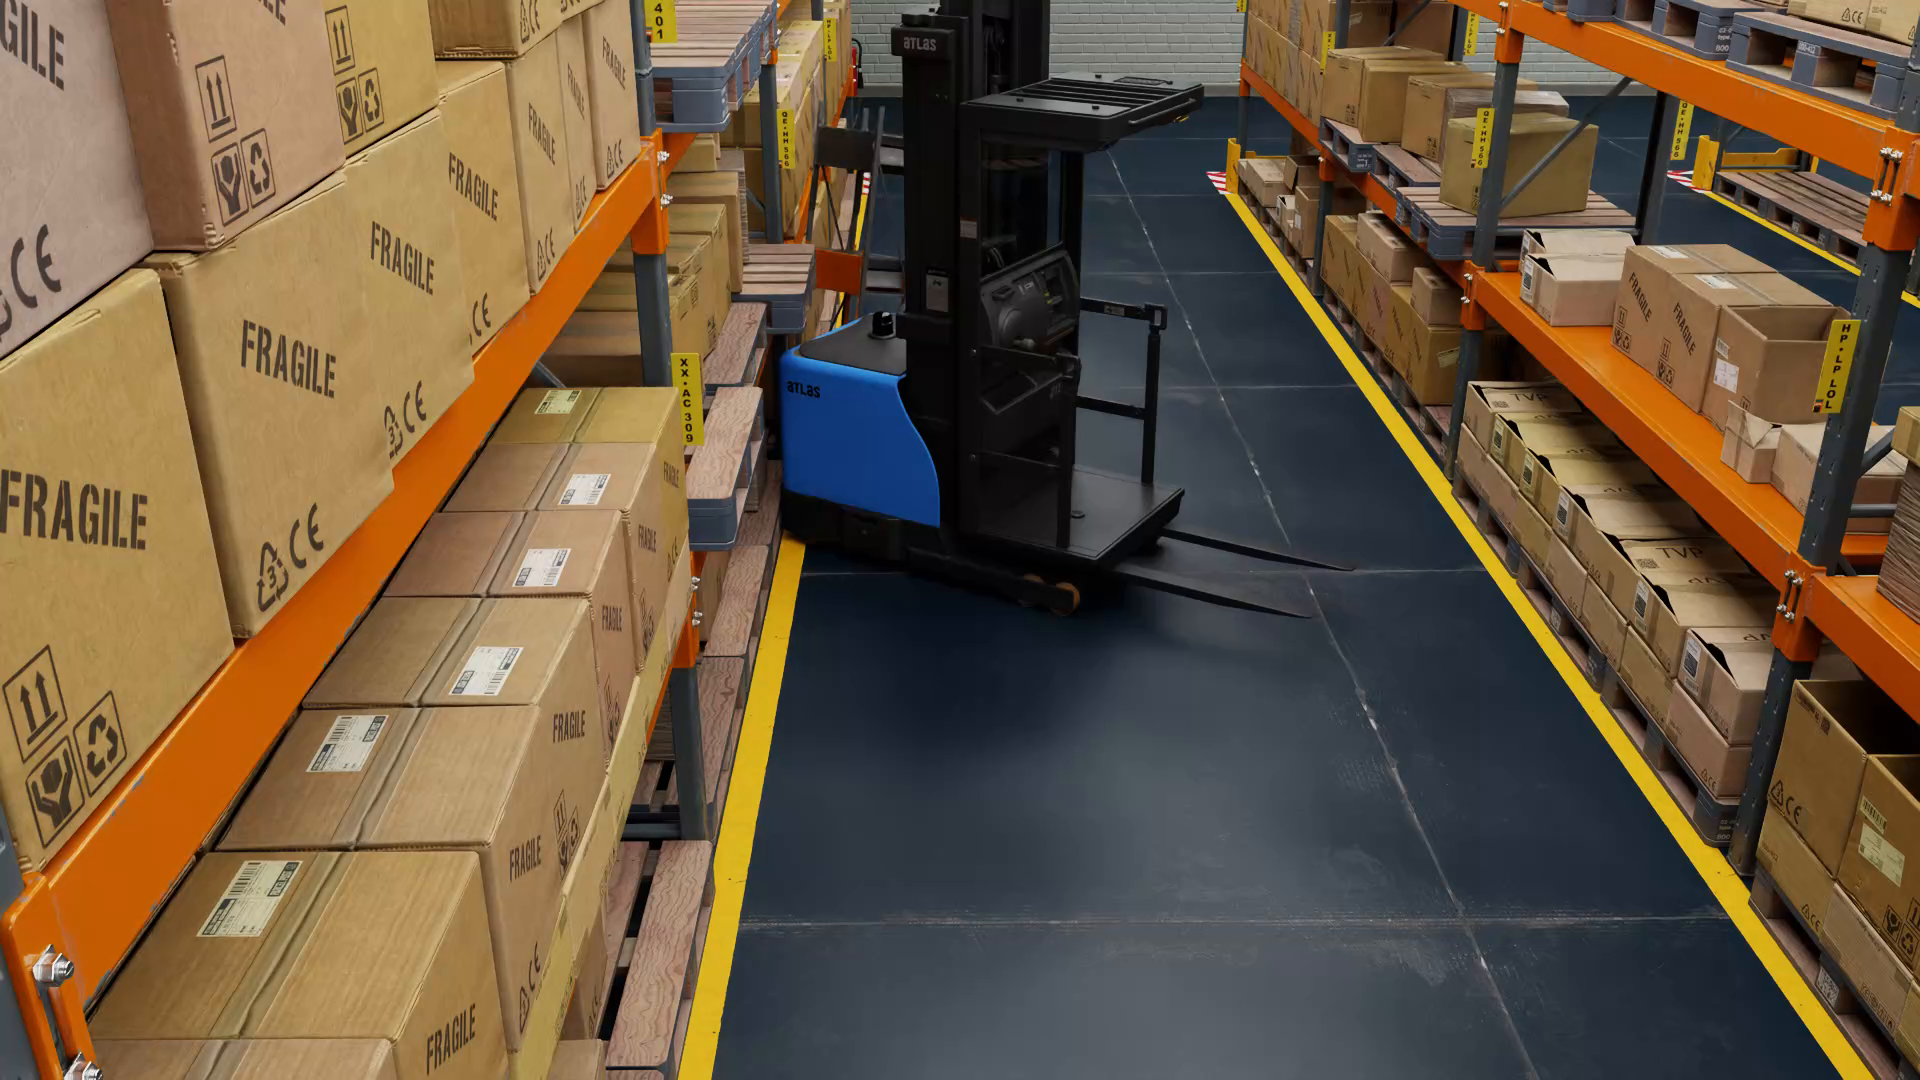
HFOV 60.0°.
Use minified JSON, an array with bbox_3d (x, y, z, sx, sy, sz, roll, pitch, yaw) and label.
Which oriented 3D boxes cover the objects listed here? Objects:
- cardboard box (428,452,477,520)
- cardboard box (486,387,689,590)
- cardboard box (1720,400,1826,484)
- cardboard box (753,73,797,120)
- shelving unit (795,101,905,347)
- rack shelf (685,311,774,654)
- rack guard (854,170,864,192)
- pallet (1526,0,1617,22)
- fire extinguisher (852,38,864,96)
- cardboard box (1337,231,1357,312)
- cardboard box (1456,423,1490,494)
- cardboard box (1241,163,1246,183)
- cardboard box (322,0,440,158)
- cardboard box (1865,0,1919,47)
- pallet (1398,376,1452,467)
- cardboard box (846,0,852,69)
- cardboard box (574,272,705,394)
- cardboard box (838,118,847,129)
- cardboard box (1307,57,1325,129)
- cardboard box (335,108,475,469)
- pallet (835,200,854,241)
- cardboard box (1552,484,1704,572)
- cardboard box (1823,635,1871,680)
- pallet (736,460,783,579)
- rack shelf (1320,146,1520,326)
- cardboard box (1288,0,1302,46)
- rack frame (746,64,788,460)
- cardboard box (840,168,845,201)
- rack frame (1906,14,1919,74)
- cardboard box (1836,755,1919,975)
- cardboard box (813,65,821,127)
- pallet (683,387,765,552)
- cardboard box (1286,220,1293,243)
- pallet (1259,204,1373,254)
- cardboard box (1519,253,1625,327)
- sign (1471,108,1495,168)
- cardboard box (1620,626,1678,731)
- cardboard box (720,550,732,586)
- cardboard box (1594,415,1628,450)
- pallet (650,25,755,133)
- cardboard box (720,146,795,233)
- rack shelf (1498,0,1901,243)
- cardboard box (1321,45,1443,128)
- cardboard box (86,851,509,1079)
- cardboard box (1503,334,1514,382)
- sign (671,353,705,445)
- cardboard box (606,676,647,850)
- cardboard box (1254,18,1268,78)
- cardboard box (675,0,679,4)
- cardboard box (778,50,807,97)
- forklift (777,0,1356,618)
[{"bbox_3d":[-1.665,0.053,4.741,0.500,0.500,0.500,0,24,-1],"label":"cardboard box"},{"bbox_3d":[-1.149,-0.161,5.215,0.500,0.500,0.500,0,24,-1],"label":"cardboard box"},{"bbox_3d":[3.297,-0.396,6.650,0.396,0.266,0.258,-1,24,-2],"label":"cardboard box"},{"bbox_3d":[-1.260,-2.662,10.080,0.500,0.250,0.500,-1,24,-1],"label":"cardboard box"},{"bbox_3d":[-0.624,-1.489,9.861,0.503,2.100,0.431,17,16,39],"label":"shelving unit"},{"bbox_3d":[-1.485,-0.569,7.741,1.077,0.370,4.000,0,24,-1],"label":"rack shelf"},{"bbox_3d":[-1.594,-3.888,17.240,1.175,0.500,0.348,0,24,-1],"label":"rack guard"},{"bbox_3d":[3.544,-2.746,8.270,1.213,0.211,1.003,1,24,2],"label":"pallet"},{"bbox_3d":[-1.134,-4.876,16.938,0.296,0.674,0.183,0,24,-1],"label":"fire extinguisher"},{"bbox_3d":[3.182,-2.034,12.607,0.500,0.500,0.500,0,24,0],"label":"cardboard box"},{"bbox_3d":[3.159,-0.466,9.467,0.500,0.250,0.500,0,24,-1],"label":"cardboard box"},{"bbox_3d":[3.023,-3.673,16.636,0.380,0.166,0.250,0,24,-1],"label":"cardboard box"},{"bbox_3d":[-1.152,-0.879,2.555,0.500,0.500,0.500,0,24,1],"label":"cardboard box"},{"bbox_3d":[3.493,-1.840,5.710,0.500,0.250,0.500,2,24,5],"label":"cardboard box"},{"bbox_3d":[3.476,-0.782,10.722,1.003,0.211,1.213,0,24,-1],"label":"pallet"},{"bbox_3d":[-1.578,-4.944,16.177,0.980,0.700,0.700,1,24,2],"label":"cardboard box"},{"bbox_3d":[-1.433,-0.759,6.632,0.700,0.500,0.500,2,24,5],"label":"cardboard box"},{"bbox_3d":[-1.303,-4.025,16.246,0.380,0.149,0.250,-1,24,-1],"label":"cardboard box"},{"bbox_3d":[3.141,-3.643,13.544,0.500,0.500,0.500,0,24,0],"label":"cardboard box"},{"bbox_3d":[-1.153,-0.420,2.753,0.500,0.500,0.500,1,24,2],"label":"cardboard box"},{"bbox_3d":[-1.496,-2.916,15.441,1.003,0.211,1.213,0,24,-1],"label":"pallet"},{"bbox_3d":[3.182,-0.083,7.940,0.500,0.311,0.500,-1,24,-1],"label":"cardboard box"},{"bbox_3d":[3.735,0.538,6.566,0.500,0.311,0.500,0,24,0],"label":"cardboard box"},{"bbox_3d":[-1.499,-0.128,9.277,1.003,0.211,1.213,0,24,-1],"label":"pallet"},{"bbox_3d":[3.425,-2.241,11.438,1.077,0.370,4.000,0,24,-1],"label":"rack shelf"},{"bbox_3d":[3.125,-4.520,14.269,0.500,0.500,0.500,0,24,0],"label":"cardboard box"},{"bbox_3d":[-1.507,-1.721,9.414,1.000,3.000,0.127,0,24,-1],"label":"rack frame"},{"bbox_3d":[-1.481,-3.575,16.039,0.700,0.500,0.500,0,24,-1],"label":"cardboard box"},{"bbox_3d":[3.490,-2.830,4.586,1.000,3.000,0.127,0,24,-1],"label":"rack frame"},{"bbox_3d":[3.196,1.022,5.267,0.500,0.500,0.500,0,24,-1],"label":"cardboard box"},{"bbox_3d":[-1.278,-3.160,12.090,0.500,0.500,0.500,0,24,0],"label":"cardboard box"},{"bbox_3d":[-1.326,-0.301,6.507,1.003,0.211,1.213,0,24,-1],"label":"pallet"},{"bbox_3d":[3.049,-2.682,14.466,0.380,0.149,0.250,0,24,-1],"label":"cardboard box"},{"bbox_3d":[3.380,-2.909,15.426,1.003,0.211,1.213,0,24,-1],"label":"pallet"},{"bbox_3d":[3.263,-1.334,8.669,0.500,0.311,0.500,-1,24,-1],"label":"cardboard box"},{"bbox_3d":[2.904,-2.230,9.231,0.100,0.325,0.005,0,24,-1],"label":"sign"},{"bbox_3d":[3.192,0.587,7.139,0.500,0.250,0.500,-1,24,-1],"label":"cardboard box"},{"bbox_3d":[-1.523,-0.068,8.261,0.700,0.500,0.500,0,24,-1],"label":"cardboard box"},{"bbox_3d":[3.711,-0.510,8.883,0.500,0.311,0.500,-1,24,-1],"label":"cardboard box"},{"bbox_3d":[-1.363,-1.608,5.754,1.213,0.211,1.003,0,24,-1],"label":"pallet"},{"bbox_3d":[-1.256,-2.112,9.774,0.500,0.500,0.500,0,24,1],"label":"cardboard box"},{"bbox_3d":[3.469,-1.959,7.175,1.077,0.370,4.000,0,24,-1],"label":"rack shelf"},{"bbox_3d":[3.185,-3.433,12.570,0.700,0.500,0.500,-9,26,-18],"label":"cardboard box"},{"bbox_3d":[-1.119,0.892,2.886,0.500,0.500,0.500,0,24,0],"label":"cardboard box"},{"bbox_3d":[3.716,-1.211,10.786,0.500,0.500,0.500,-1,24,-2],"label":"cardboard box"},{"bbox_3d":[-0.920,-0.472,5.604,0.100,0.325,0.005,0,24,-1],"label":"sign"},{"bbox_3d":[-1.137,0.593,4.456,0.500,0.250,0.500,0,24,-1],"label":"cardboard box"},{"bbox_3d":[3.112,-4.690,15.858,0.500,0.500,0.500,0,24,-1],"label":"cardboard box"},{"bbox_3d":[-1.402,-2.410,6.667,0.500,0.500,0.500,-1,24,-2],"label":"cardboard box"},{"bbox_3d":[-1.282,-3.079,11.000,0.500,0.250,0.500,-1,24,-2],"label":"cardboard box"},{"bbox_3d":[0.539,-1.203,8.352,3.031,2.935,1.130,14,28,28],"label":"forklift"}]
